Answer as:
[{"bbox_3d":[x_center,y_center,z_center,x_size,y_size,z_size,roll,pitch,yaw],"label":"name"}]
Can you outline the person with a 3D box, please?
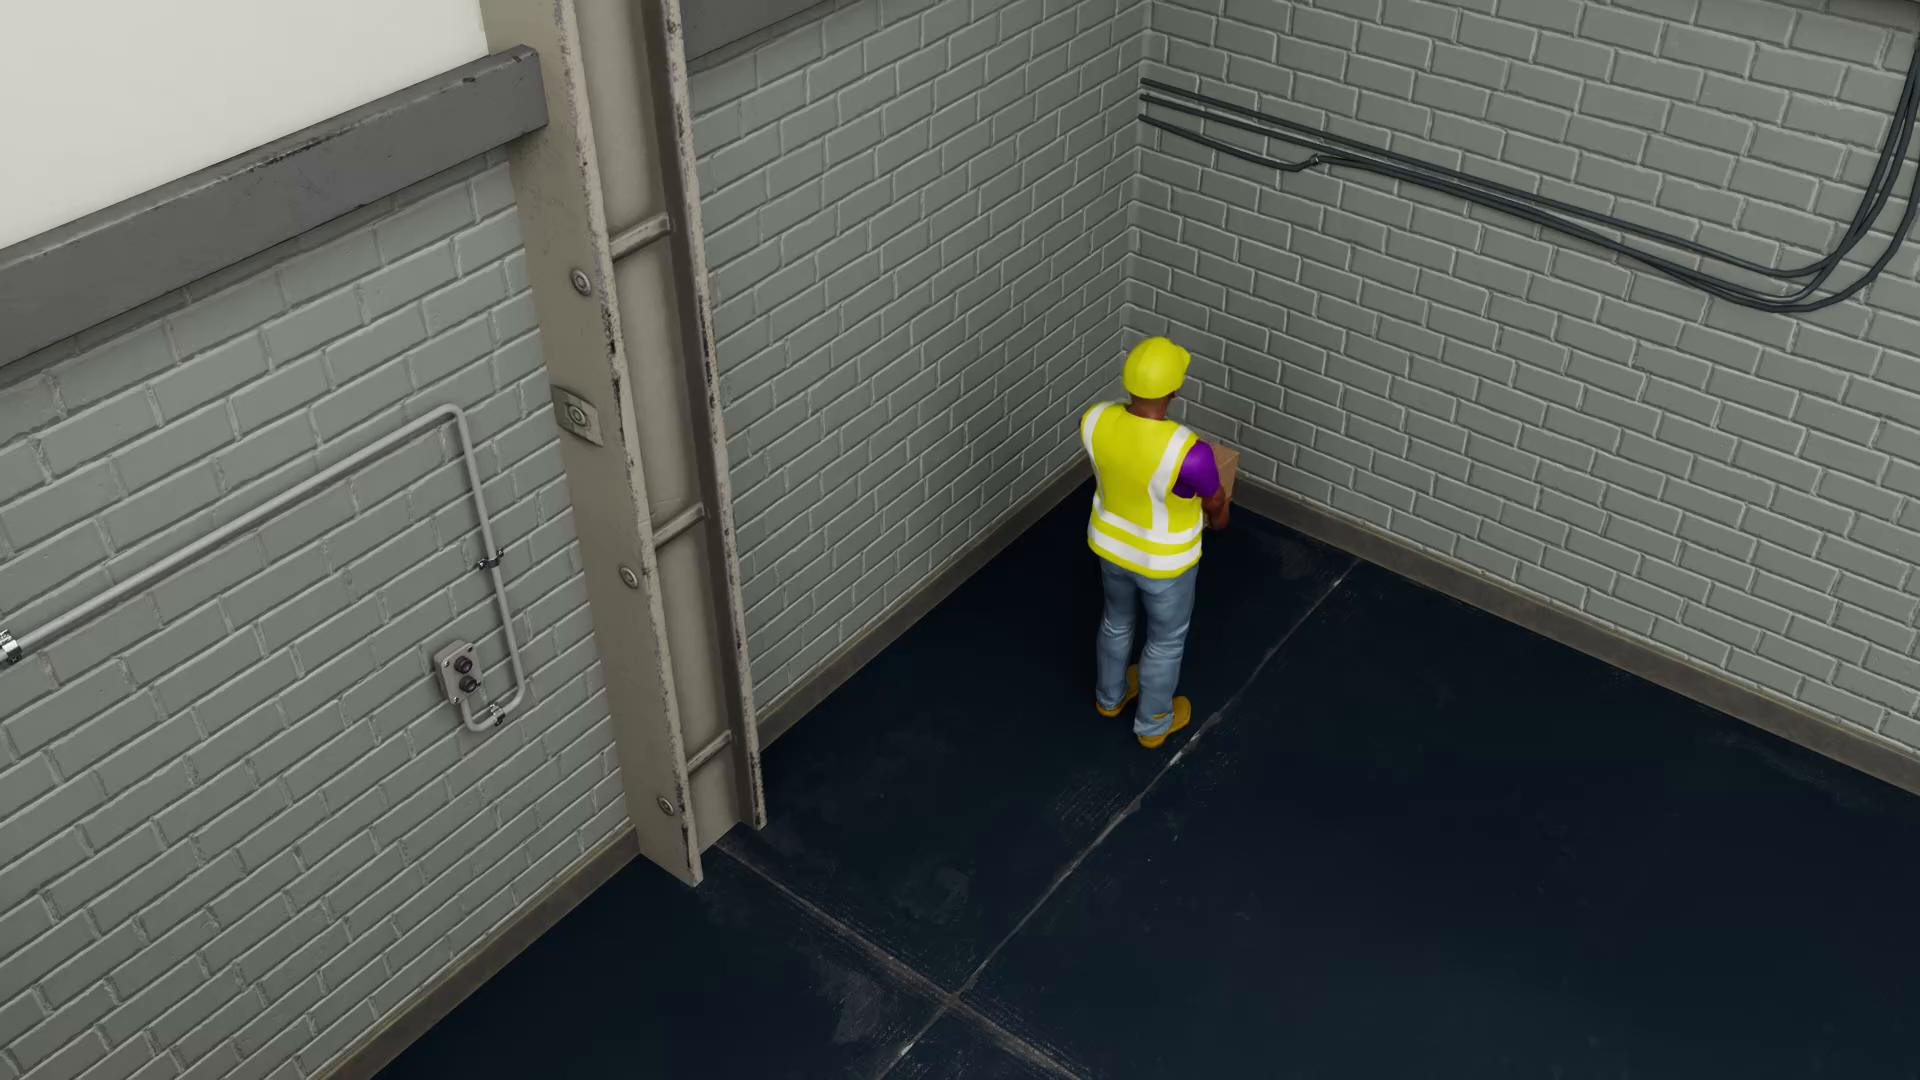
[{"bbox_3d":[0.736,-0.034,6.178,0.505,1.763,0.567,26,45,28],"label":"person"}]
